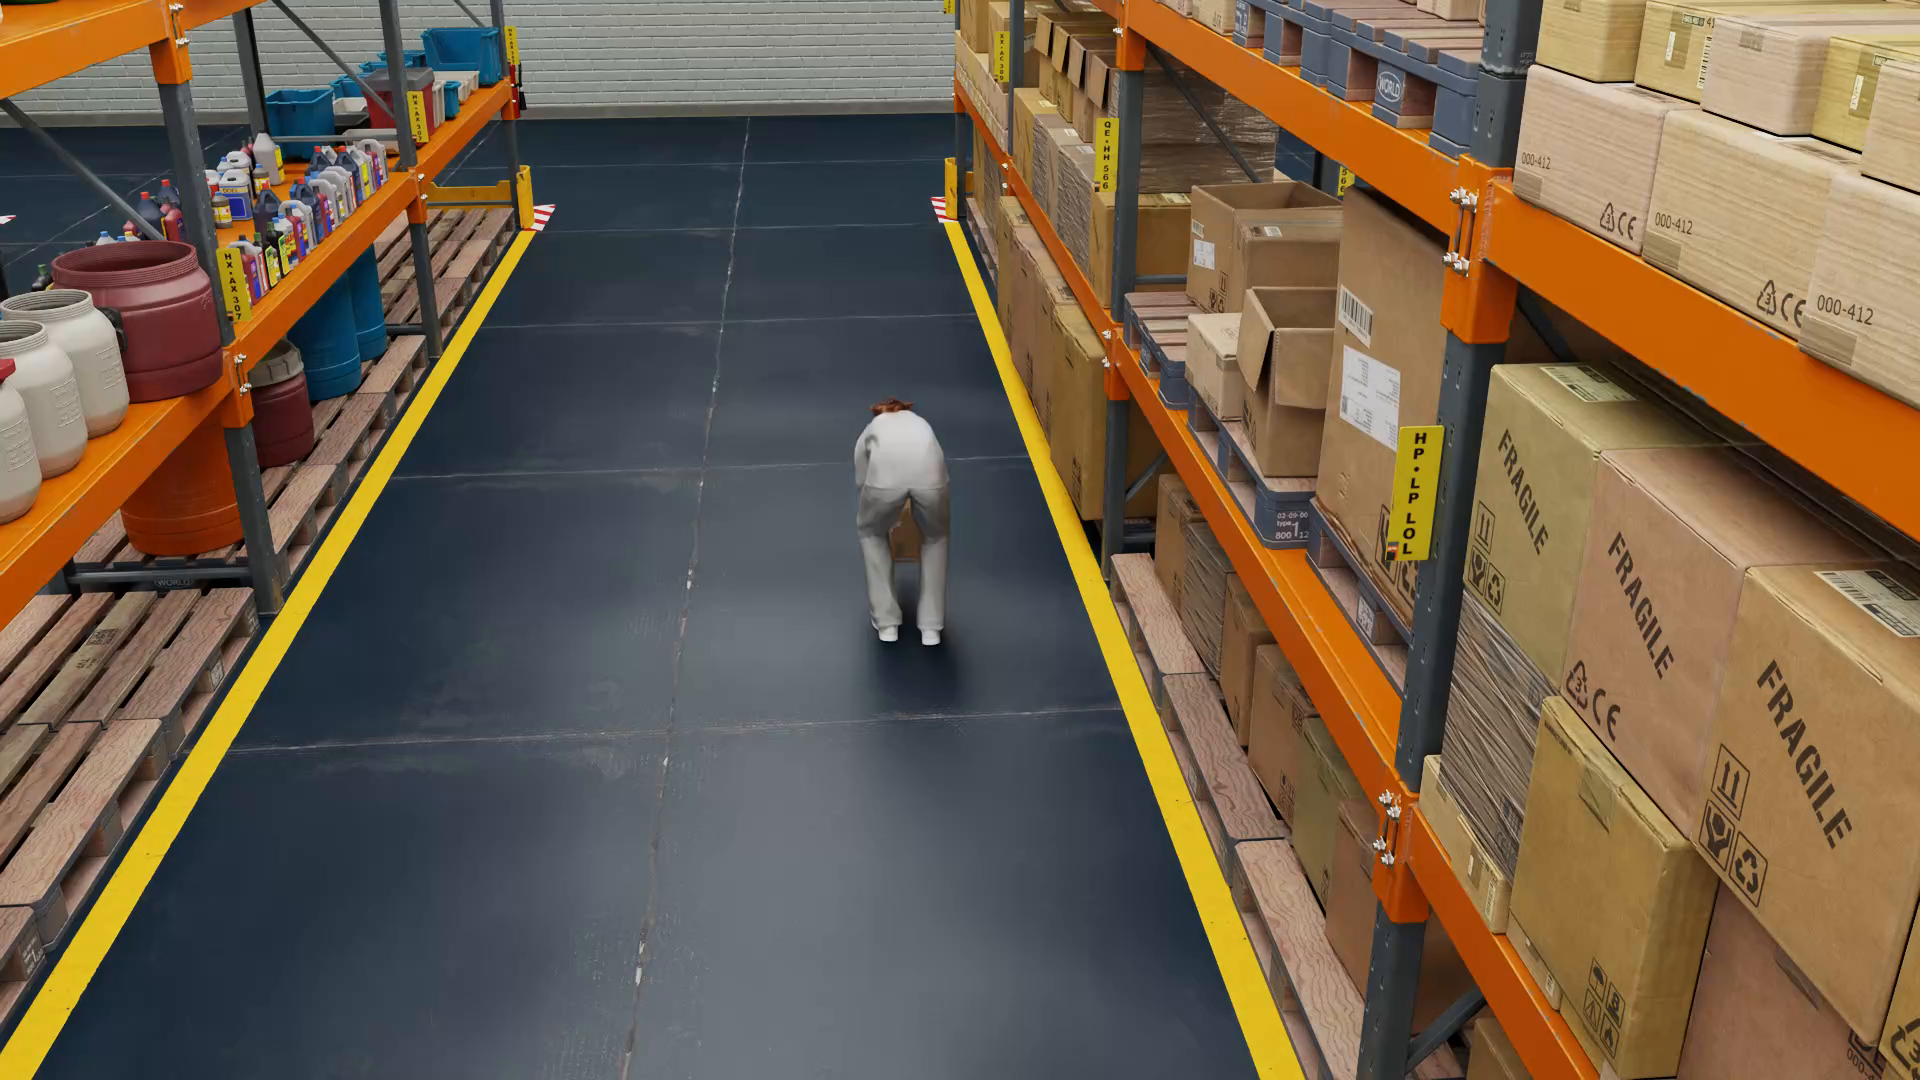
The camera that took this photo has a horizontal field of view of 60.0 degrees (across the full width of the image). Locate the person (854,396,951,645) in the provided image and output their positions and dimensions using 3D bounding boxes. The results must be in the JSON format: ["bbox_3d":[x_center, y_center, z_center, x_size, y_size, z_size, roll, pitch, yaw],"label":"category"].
[{"bbox_3d":[-0.269,-0.111,7.663,0.427,1.023,0.872,-3,24,-7],"label":"person"}]
